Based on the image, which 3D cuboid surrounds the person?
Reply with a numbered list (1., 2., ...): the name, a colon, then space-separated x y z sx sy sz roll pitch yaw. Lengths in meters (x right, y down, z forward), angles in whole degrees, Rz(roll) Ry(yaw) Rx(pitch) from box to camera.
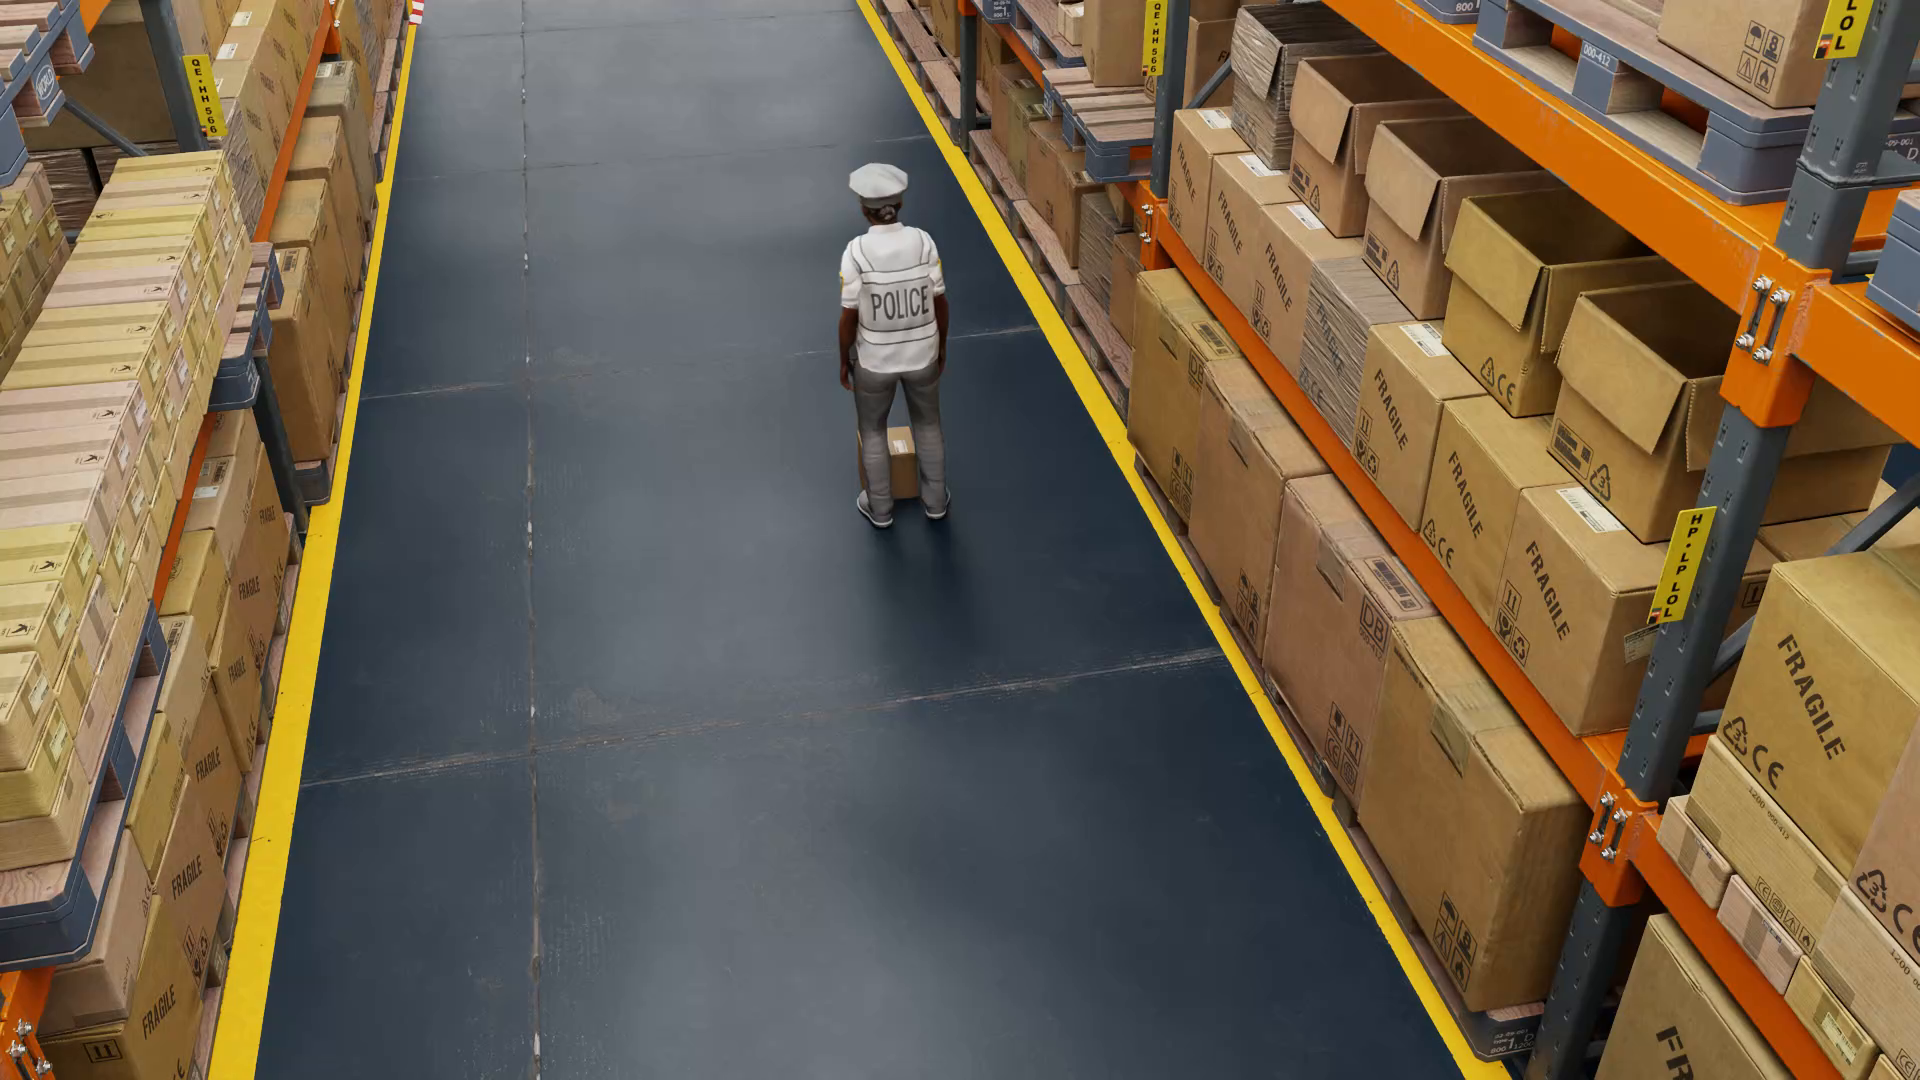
1. person: -0.280 -0.811 7.323 0.526 1.658 0.396 -9 36 -13
